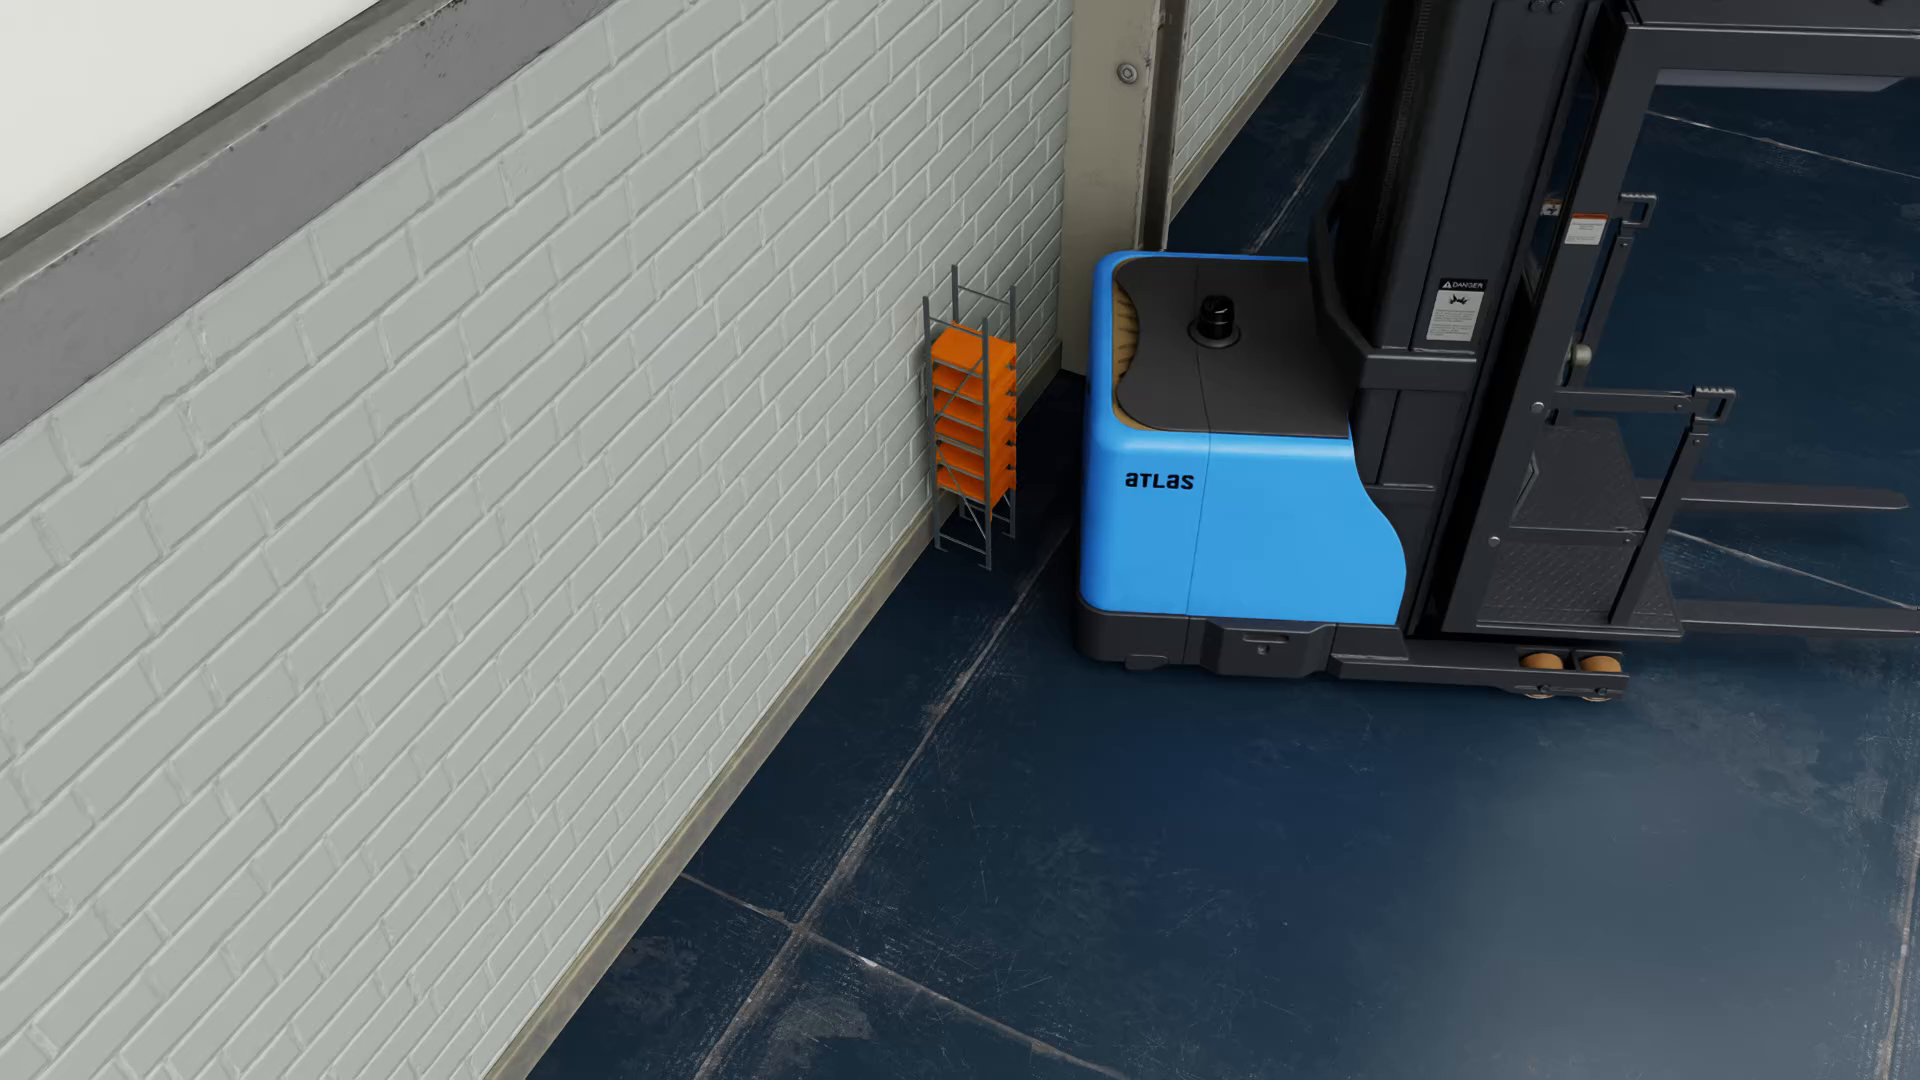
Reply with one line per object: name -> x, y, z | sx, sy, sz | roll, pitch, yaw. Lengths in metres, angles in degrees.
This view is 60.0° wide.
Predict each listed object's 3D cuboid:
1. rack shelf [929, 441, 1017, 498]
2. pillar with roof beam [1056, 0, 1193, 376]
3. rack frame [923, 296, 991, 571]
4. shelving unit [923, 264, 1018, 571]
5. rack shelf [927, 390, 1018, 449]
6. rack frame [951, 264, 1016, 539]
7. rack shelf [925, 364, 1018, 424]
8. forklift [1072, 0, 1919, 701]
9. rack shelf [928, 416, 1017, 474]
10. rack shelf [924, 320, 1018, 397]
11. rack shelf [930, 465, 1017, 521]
rack shelf -> 0.047, -0.284, 5.912 | 0.258, 0.103, 0.180 | 22, 52, 21
pillar with roof beam -> 4.432, -2.549, 2.442 | 9.100, 9.000, 0.400 | 20, 49, 19
rack frame -> -0.002, -0.336, 5.739 | 0.240, 1.200, 0.006 | 22, 52, 21
shelving unit -> 0.044, -0.395, 5.791 | 0.258, 1.200, 0.189 | 22, 52, 21
rack shelf -> 0.042, -0.446, 5.735 | 0.258, 0.103, 0.180 | 22, 52, 21
rack frame -> 0.090, -0.454, 5.844 | 0.240, 1.200, 0.006 | 22, 52, 21
rack shelf -> 0.040, -0.527, 5.647 | 0.258, 0.103, 0.180 | 22, 52, 21
forklift -> 1.932, -0.870, 5.050 | 3.031, 2.935, 1.130 | 3, 45, 3
rack shelf -> 0.045, -0.365, 5.824 | 0.258, 0.103, 0.180 | 22, 52, 21
rack shelf -> 0.037, -0.608, 5.558 | 0.258, 0.103, 0.180 | 22, 52, 21
rack shelf -> 0.050, -0.203, 6.001 | 0.258, 0.103, 0.180 | 22, 52, 21
